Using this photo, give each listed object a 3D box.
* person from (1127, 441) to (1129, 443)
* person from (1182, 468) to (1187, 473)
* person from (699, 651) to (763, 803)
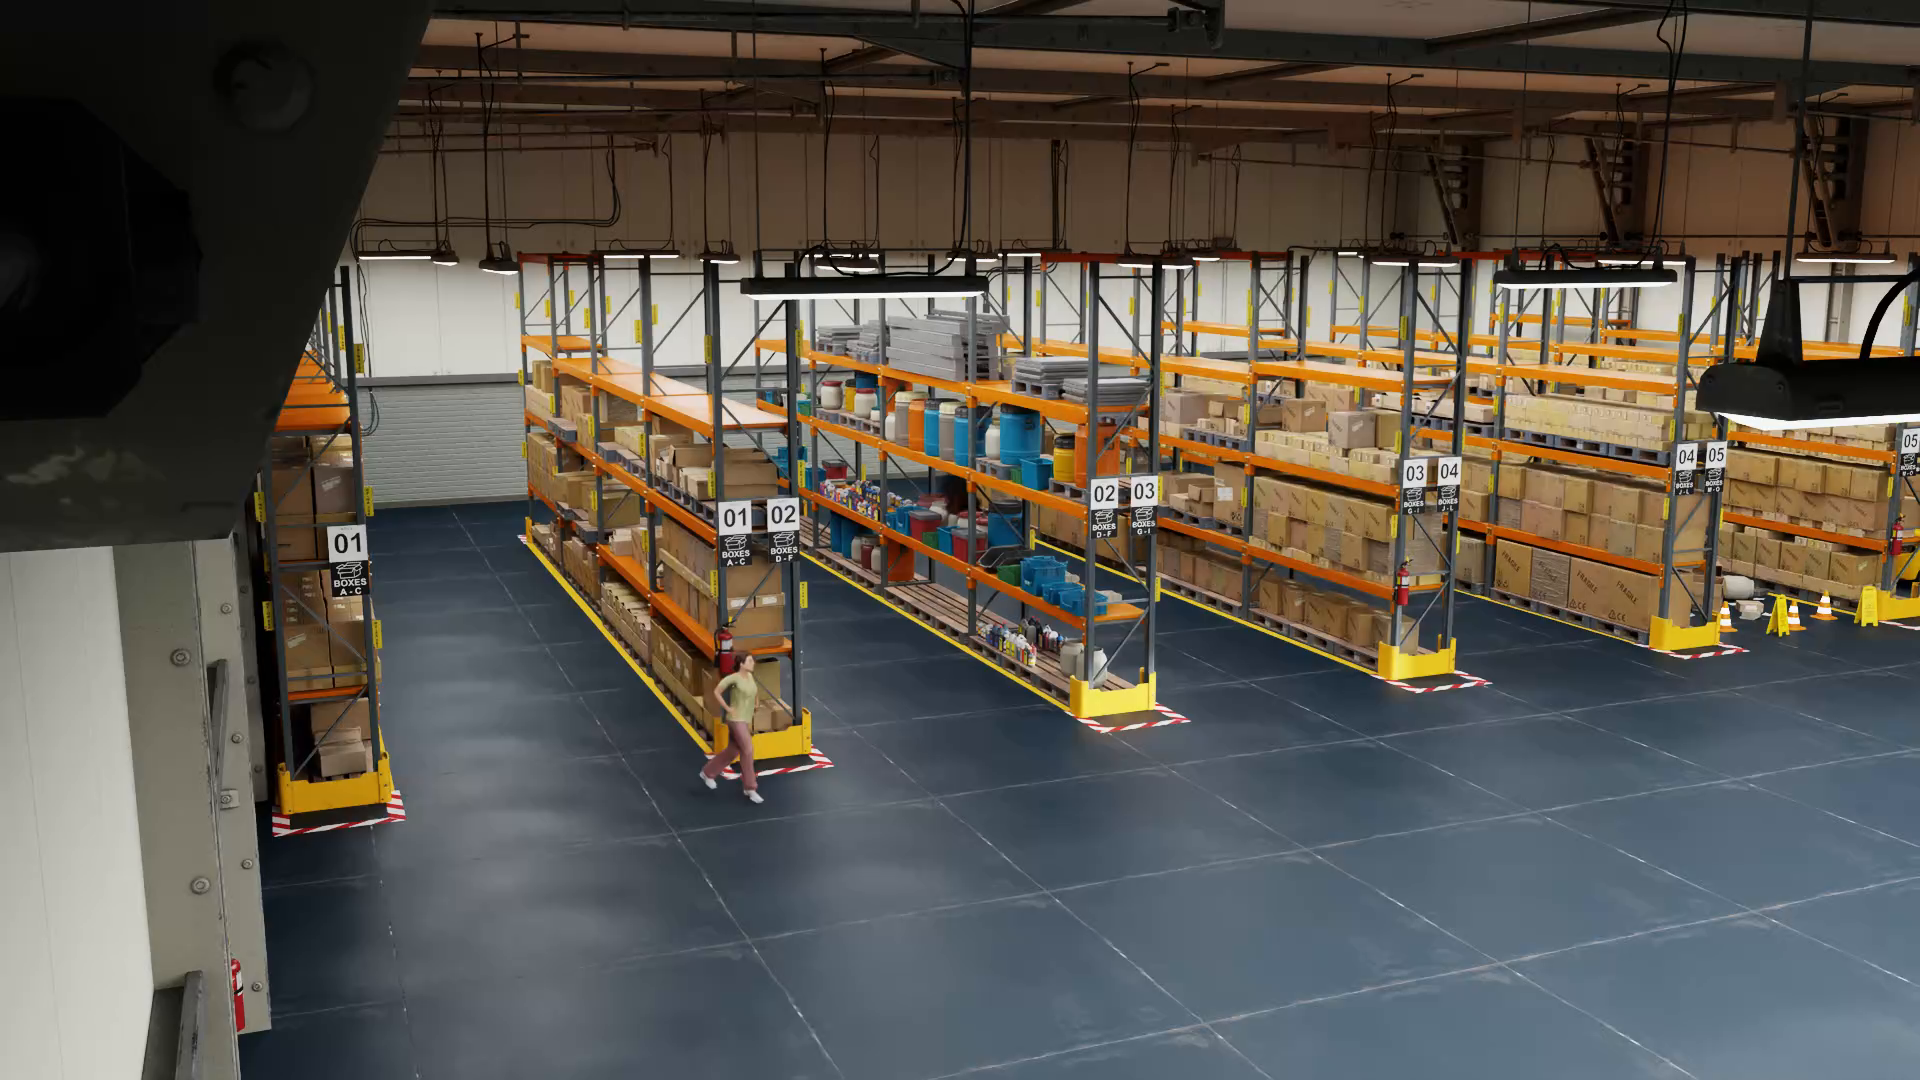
[{"bbox_3d":[3.888,-1.520,38.961,0.661,1.579,0.511,1,10,3],"label":"person"},{"bbox_3d":[4.455,-0.674,33.989,0.637,1.656,0.907,-7,12,-32],"label":"person"},{"bbox_3d":[-2.546,2.088,19.112,0.889,1.673,0.625,4,11,21],"label":"person"}]
